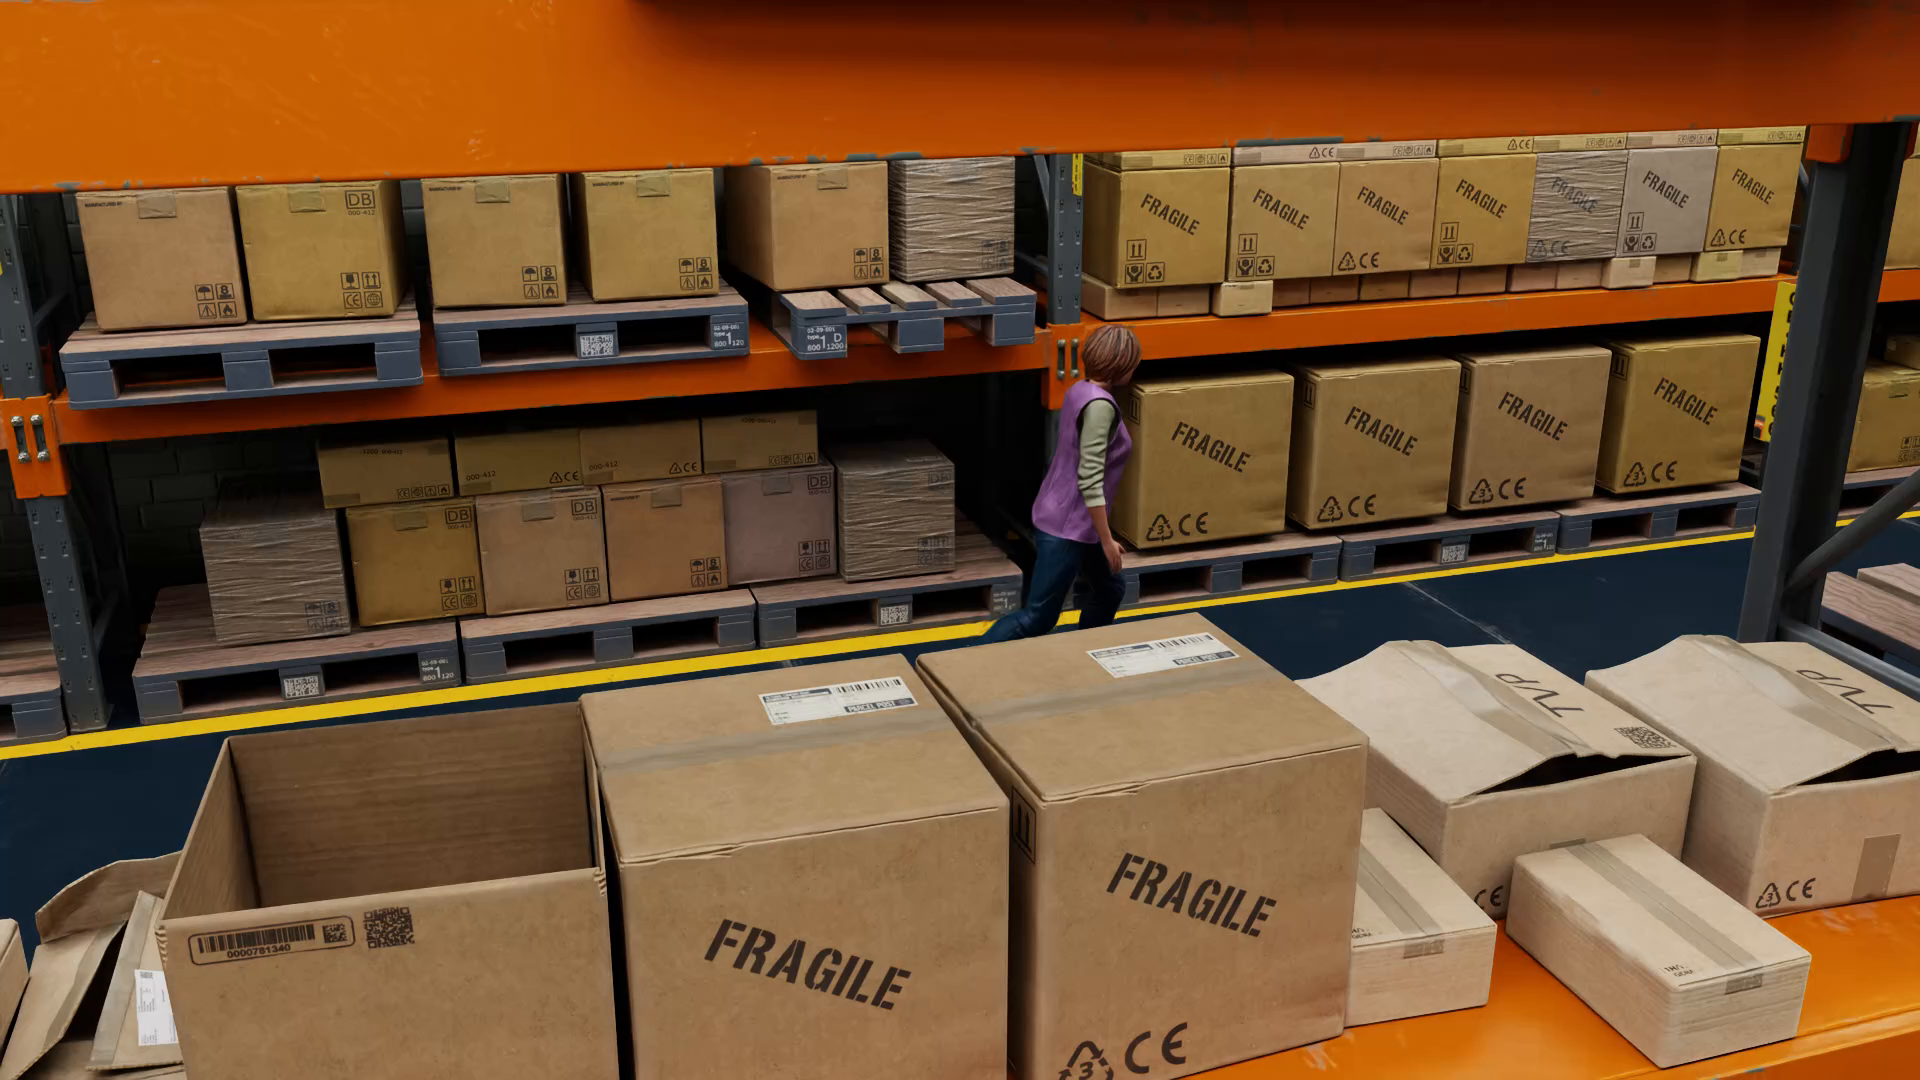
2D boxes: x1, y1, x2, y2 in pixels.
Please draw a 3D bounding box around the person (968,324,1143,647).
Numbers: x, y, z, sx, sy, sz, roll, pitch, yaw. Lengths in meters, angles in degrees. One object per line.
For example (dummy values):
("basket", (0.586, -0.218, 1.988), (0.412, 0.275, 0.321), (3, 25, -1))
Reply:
("person", (0.324, -0.048, 6.271), (0.788, 1.539, 0.485), (1, 20, 3))
